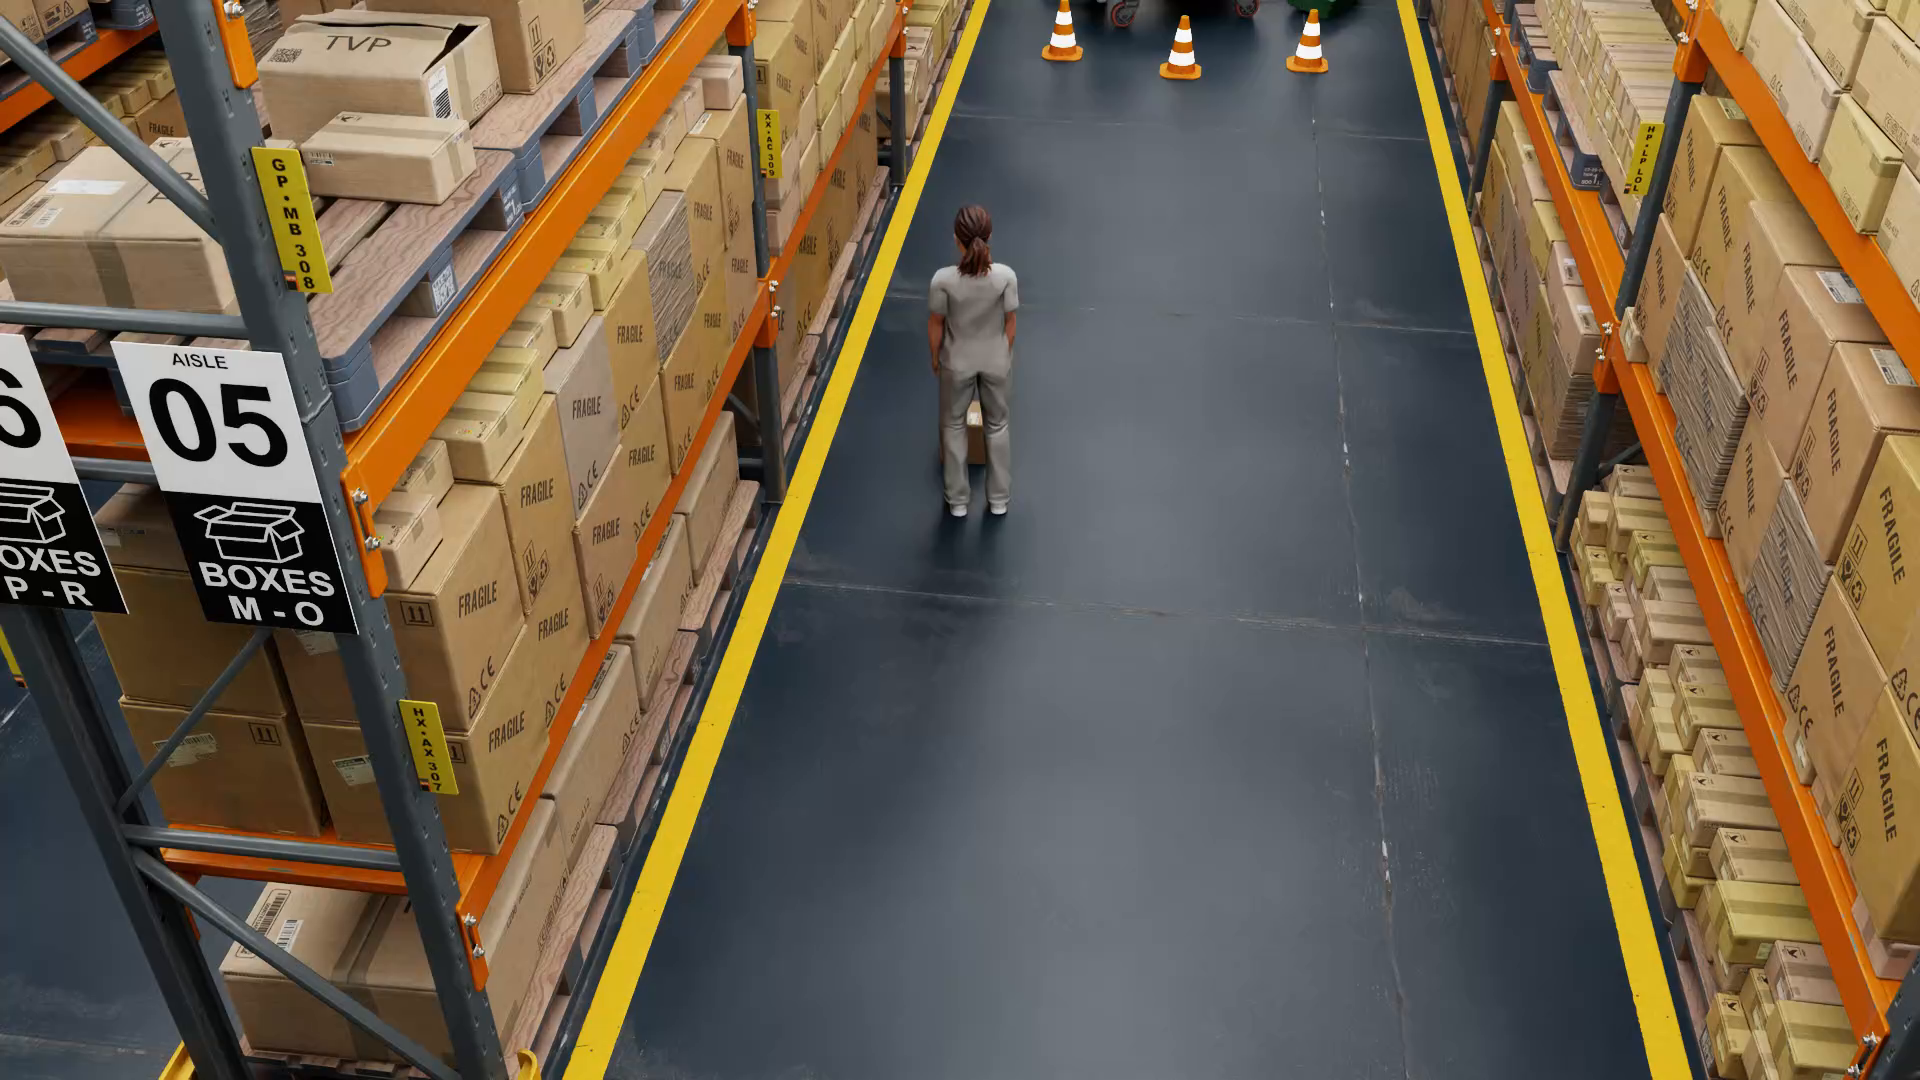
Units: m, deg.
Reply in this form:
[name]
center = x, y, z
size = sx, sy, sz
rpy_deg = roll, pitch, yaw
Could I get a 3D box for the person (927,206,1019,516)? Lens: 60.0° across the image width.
[person]
center = 0.061, -0.861, 8.223
size = 0.444, 1.669, 0.358
rpy_deg = -3, 36, -4
